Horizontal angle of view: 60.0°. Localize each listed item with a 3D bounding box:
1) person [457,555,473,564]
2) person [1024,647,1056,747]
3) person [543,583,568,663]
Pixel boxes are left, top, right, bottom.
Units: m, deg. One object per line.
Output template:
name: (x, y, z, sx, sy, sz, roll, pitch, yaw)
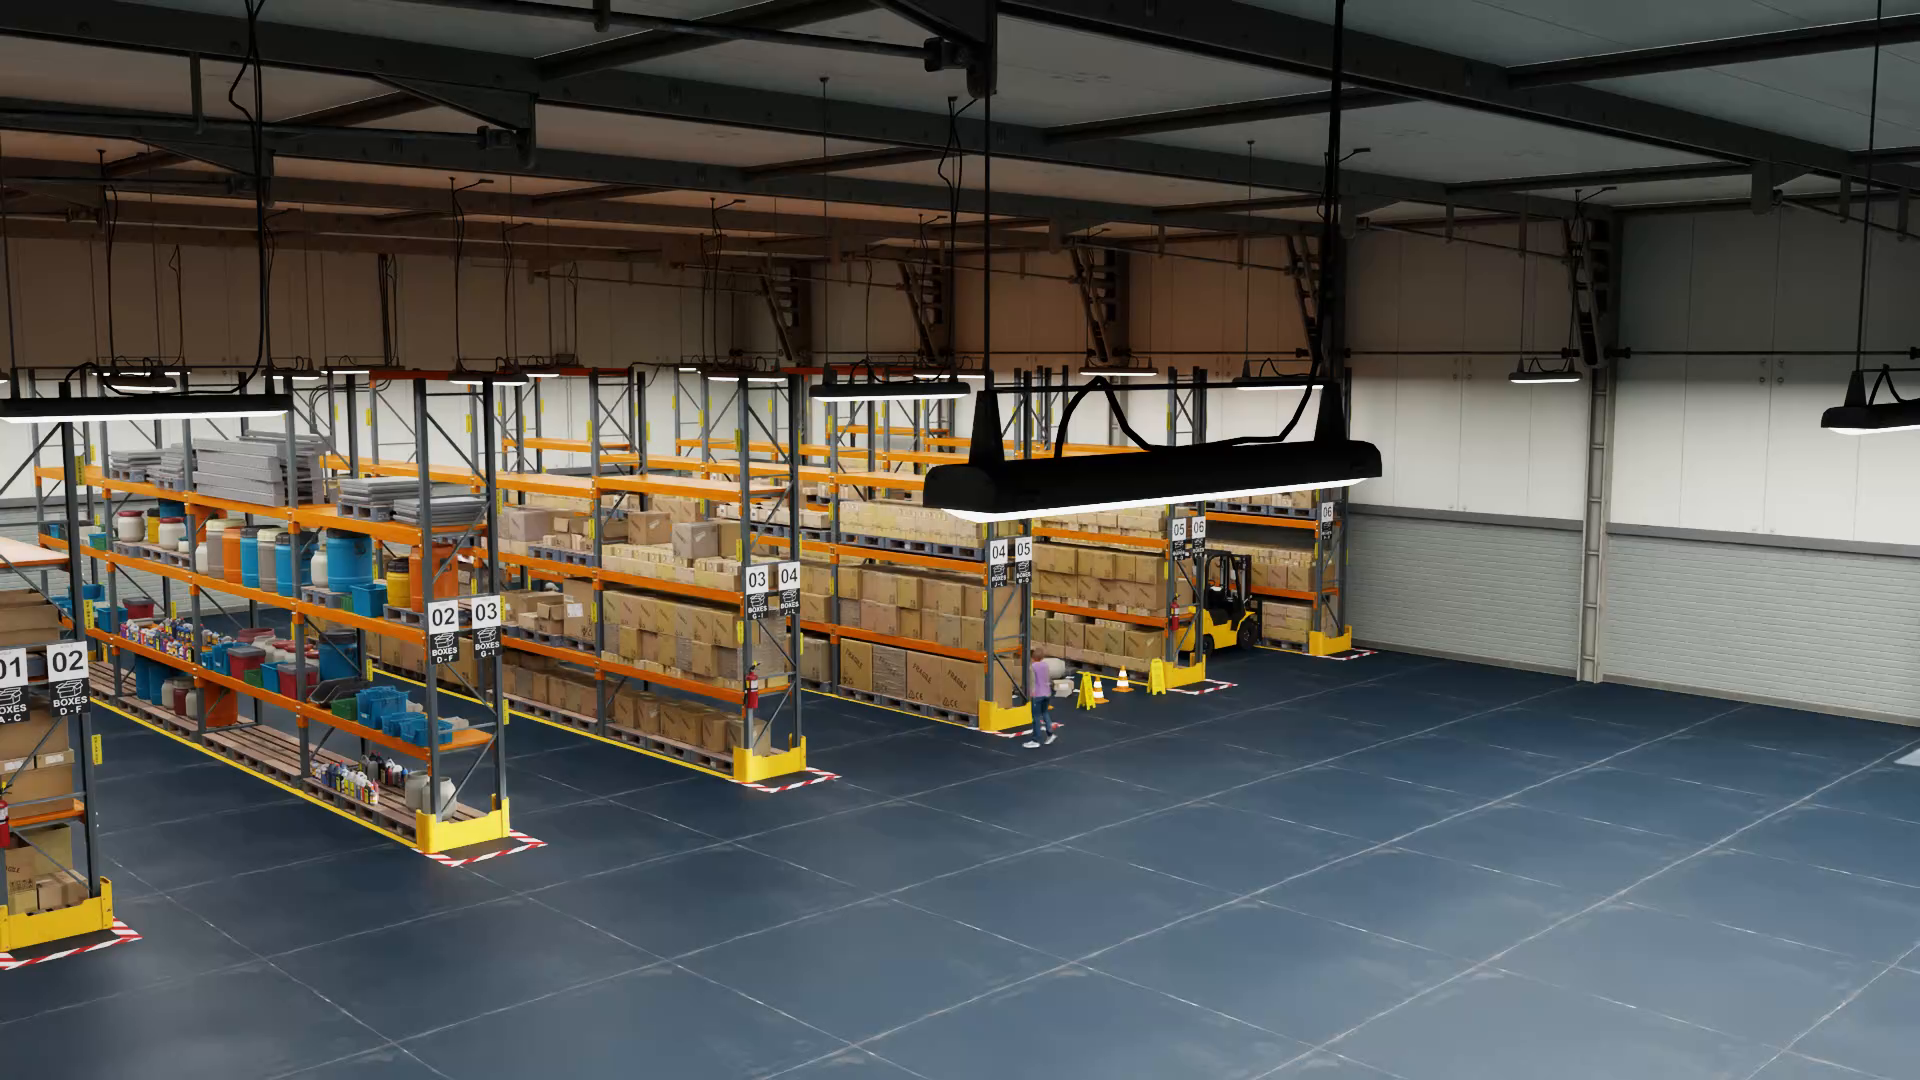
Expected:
person: (-11.733, 0.980, 39.541, 0.364, 1.789, 0.658, 6, 9, 41)
person: (1.282, 2.520, 26.671, 0.498, 1.601, 0.367, -4, 8, -34)
person: (-8.267, 1.684, 33.861, 0.559, 1.658, 0.455, 3, 7, 28)
